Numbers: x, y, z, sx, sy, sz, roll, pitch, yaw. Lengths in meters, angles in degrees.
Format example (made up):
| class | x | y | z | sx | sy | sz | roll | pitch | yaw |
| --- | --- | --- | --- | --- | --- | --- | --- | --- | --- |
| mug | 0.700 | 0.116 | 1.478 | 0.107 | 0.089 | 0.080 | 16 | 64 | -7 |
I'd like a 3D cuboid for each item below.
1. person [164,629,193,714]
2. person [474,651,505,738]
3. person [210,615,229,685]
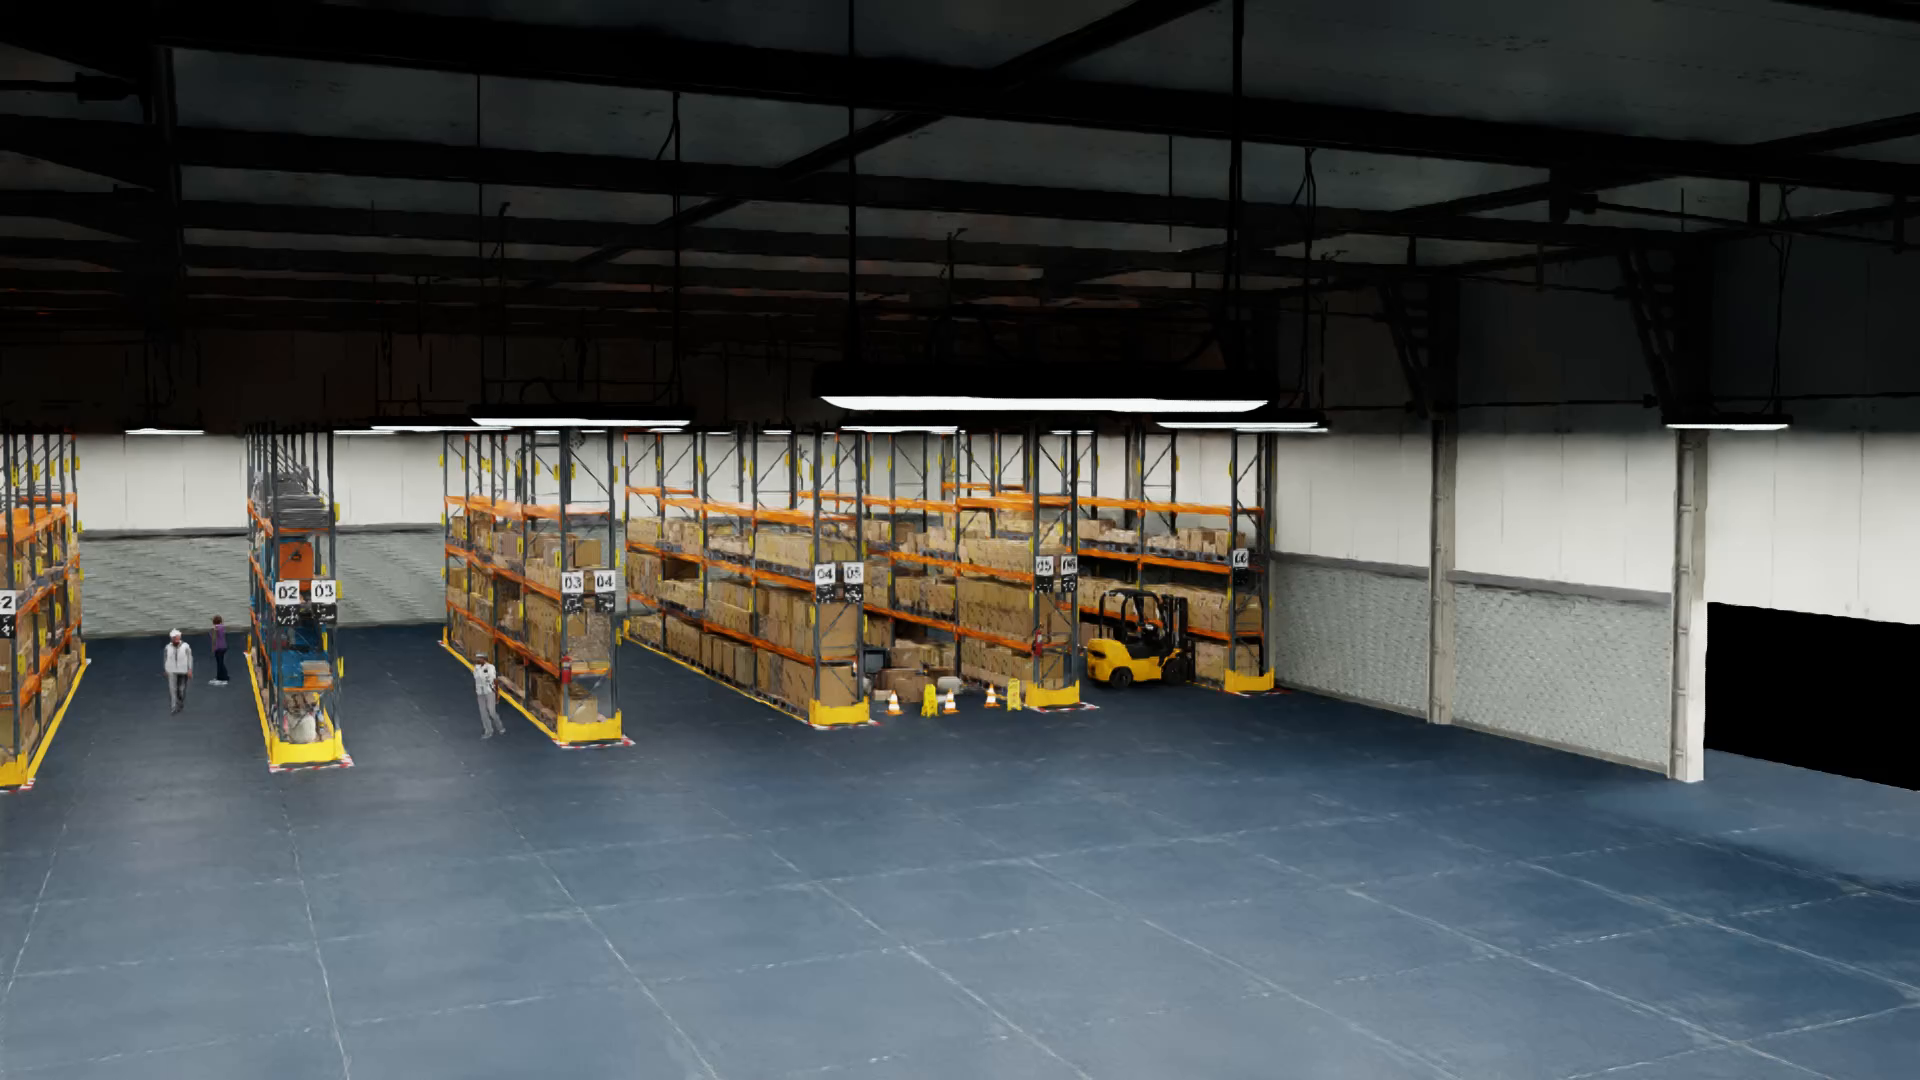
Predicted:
| class | x | y | z | sx | sy | sz | roll | pitch | yaw |
| --- | --- | --- | --- | --- | --- | --- | --- | --- | --- |
| person | -16.219 | 2.704 | 34.519 | 0.553 | 1.725 | 1.030 | -2 | 4 | -26 |
| person | -8.965 | 2.919 | 31.607 | 0.520 | 1.668 | 0.496 | 1 | 4 | 14 |
| person | -17.097 | 2.523 | 38.328 | 0.527 | 1.579 | 0.529 | 0 | 4 | 2 |
